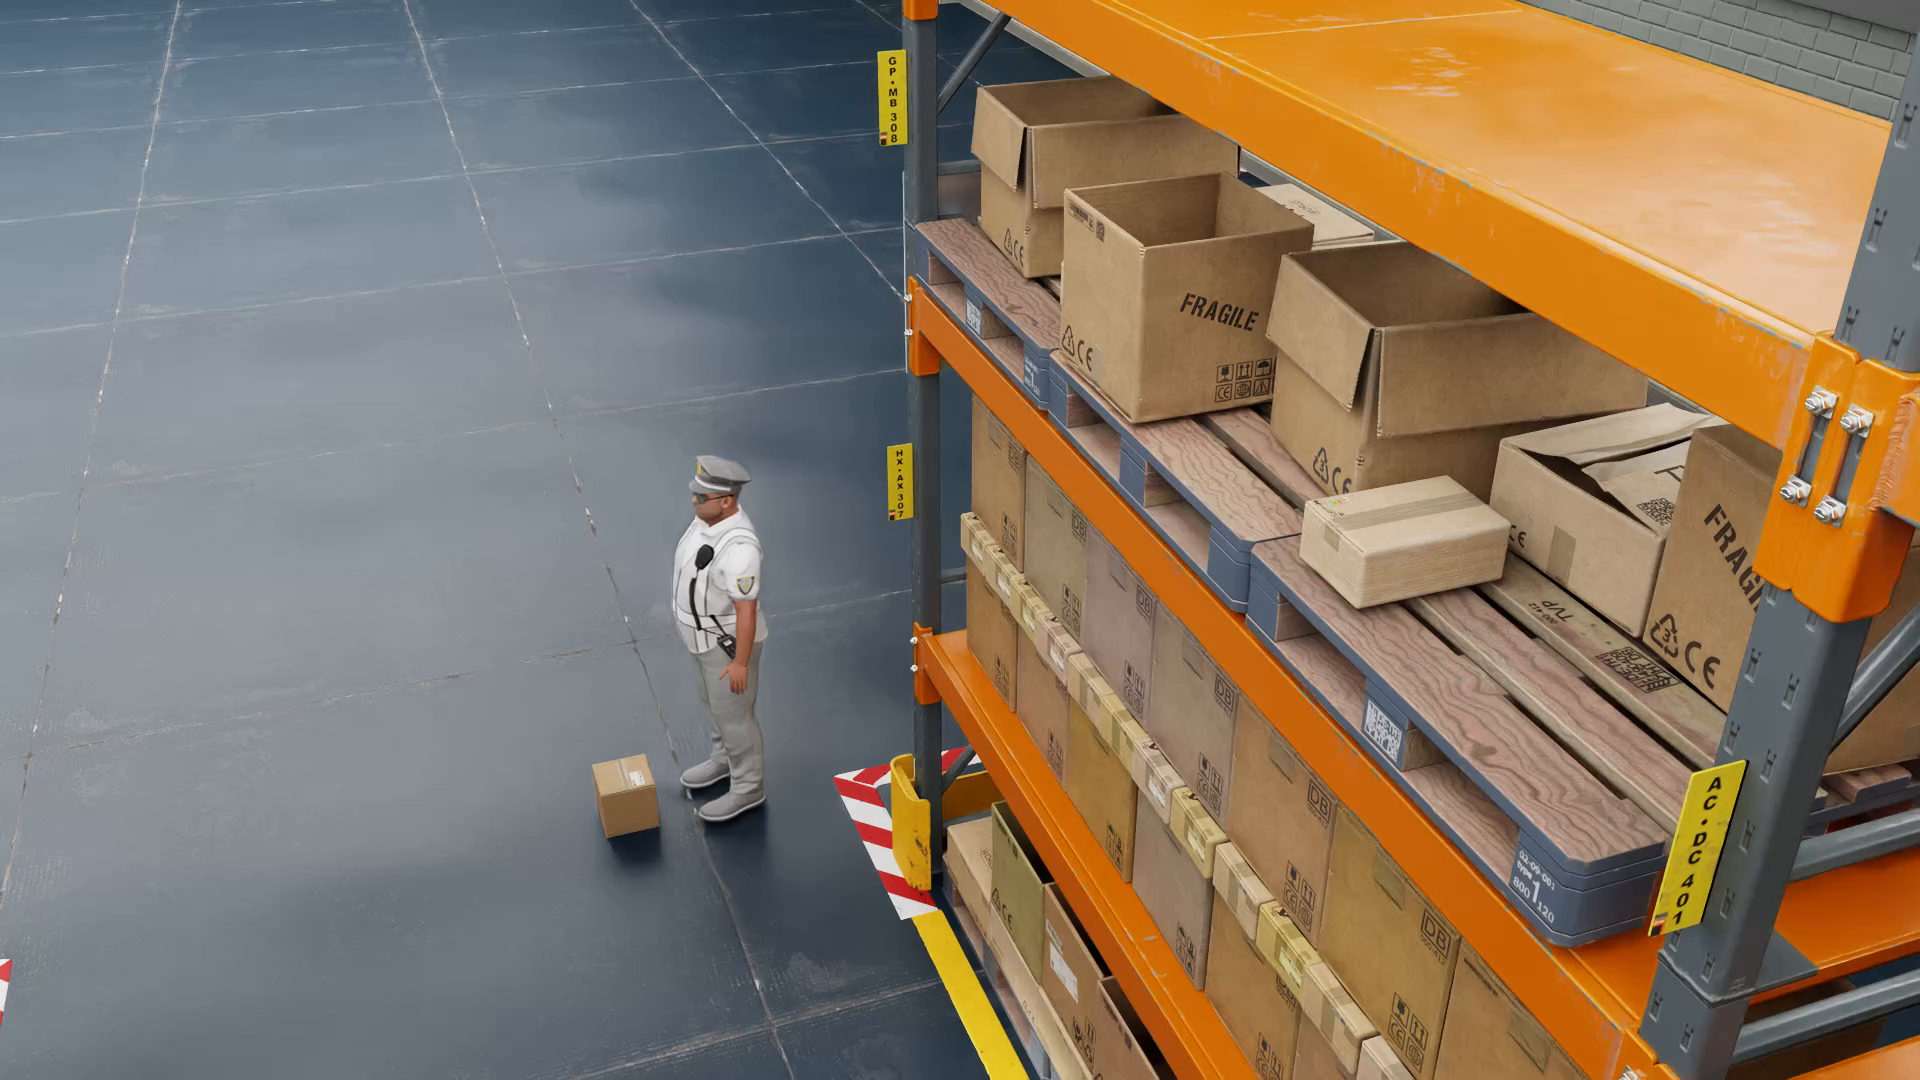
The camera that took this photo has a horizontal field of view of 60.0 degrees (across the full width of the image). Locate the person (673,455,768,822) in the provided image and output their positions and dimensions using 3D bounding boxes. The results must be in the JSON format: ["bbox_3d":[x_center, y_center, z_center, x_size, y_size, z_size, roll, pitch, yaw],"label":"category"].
[{"bbox_3d":[-1.094,0.430,7.512,0.408,1.774,0.544,-13,32,-22],"label":"person"}]
